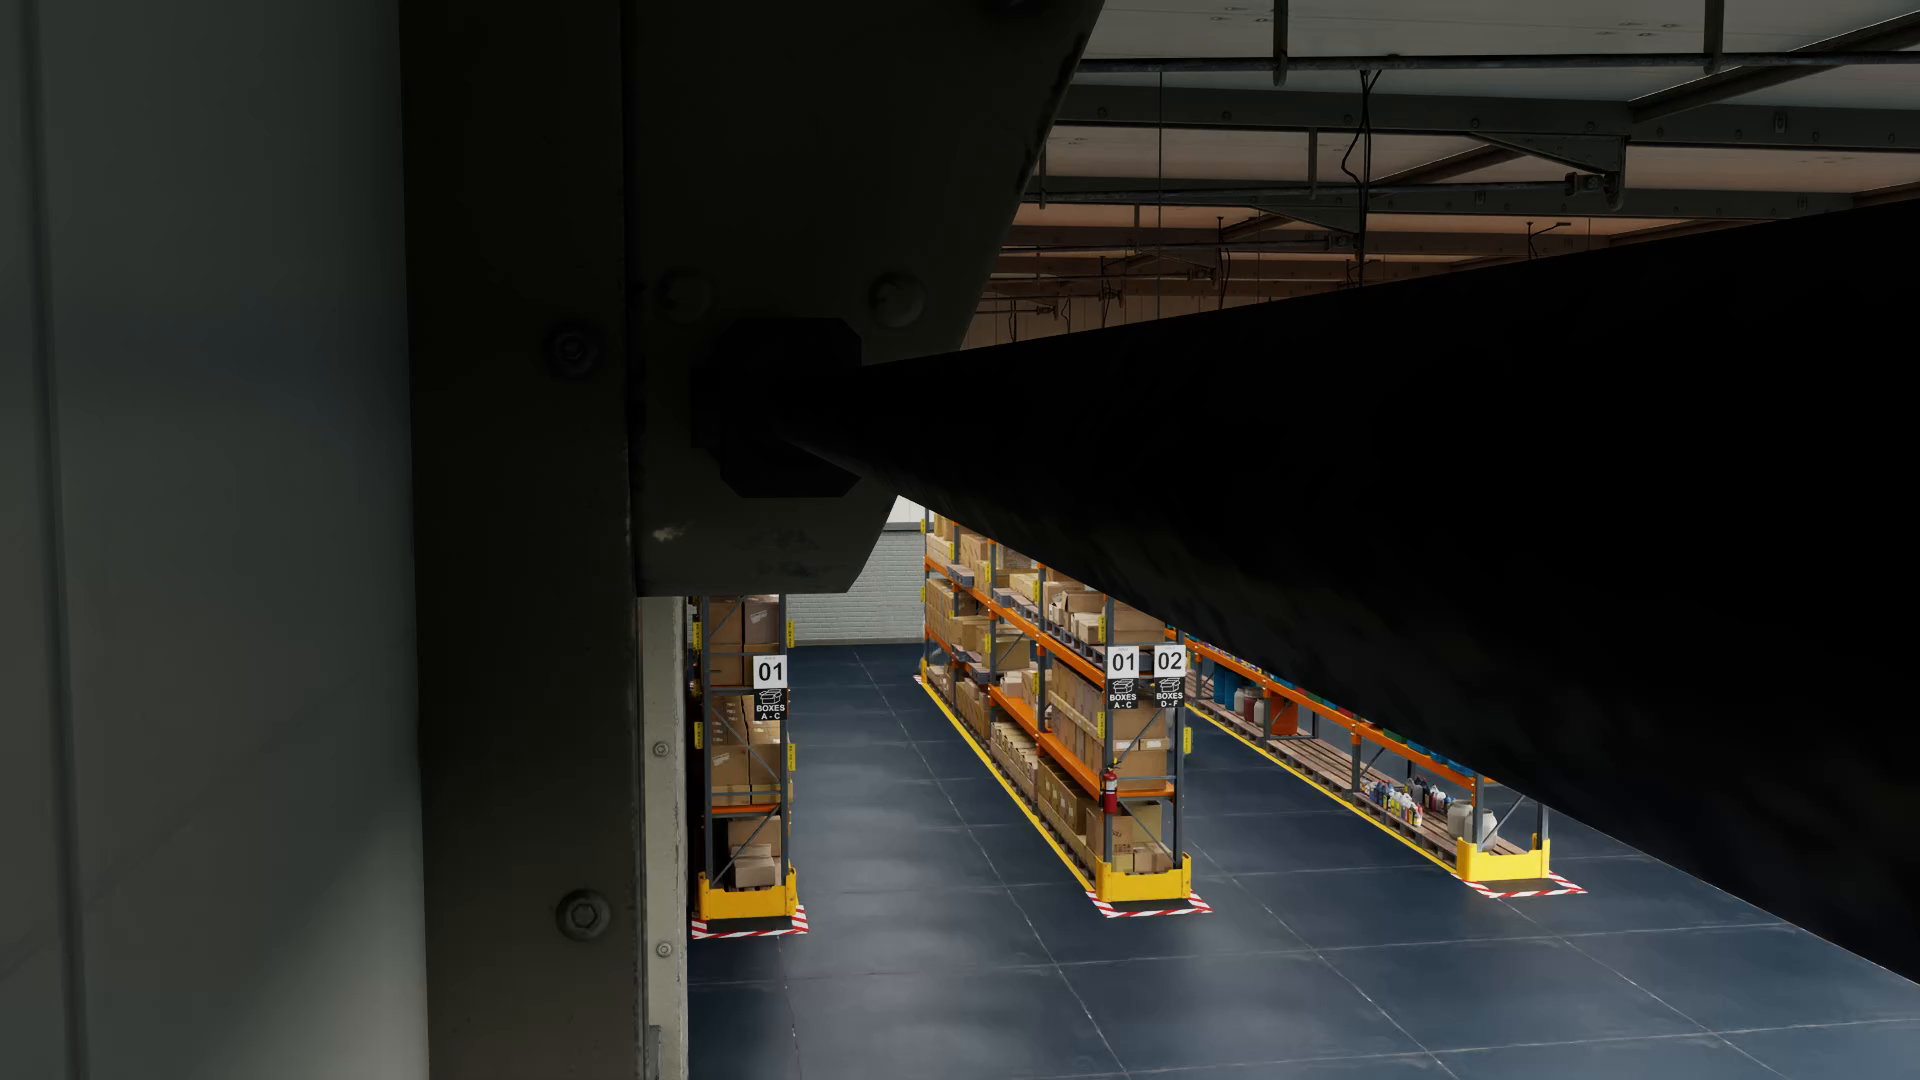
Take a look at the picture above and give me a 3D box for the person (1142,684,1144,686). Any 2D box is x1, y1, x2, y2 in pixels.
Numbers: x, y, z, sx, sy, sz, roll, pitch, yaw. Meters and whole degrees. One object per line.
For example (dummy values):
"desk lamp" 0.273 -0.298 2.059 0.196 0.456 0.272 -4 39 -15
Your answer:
"person" 3.387 2.743 32.014 0.577 1.513 1.029 0 5 3

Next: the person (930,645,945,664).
"person" -0.310 2.170 37.664 0.852 1.668 0.659 0 5 -4

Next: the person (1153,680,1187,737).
"person" 3.554 2.908 28.982 0.781 1.741 0.523 1 5 12
